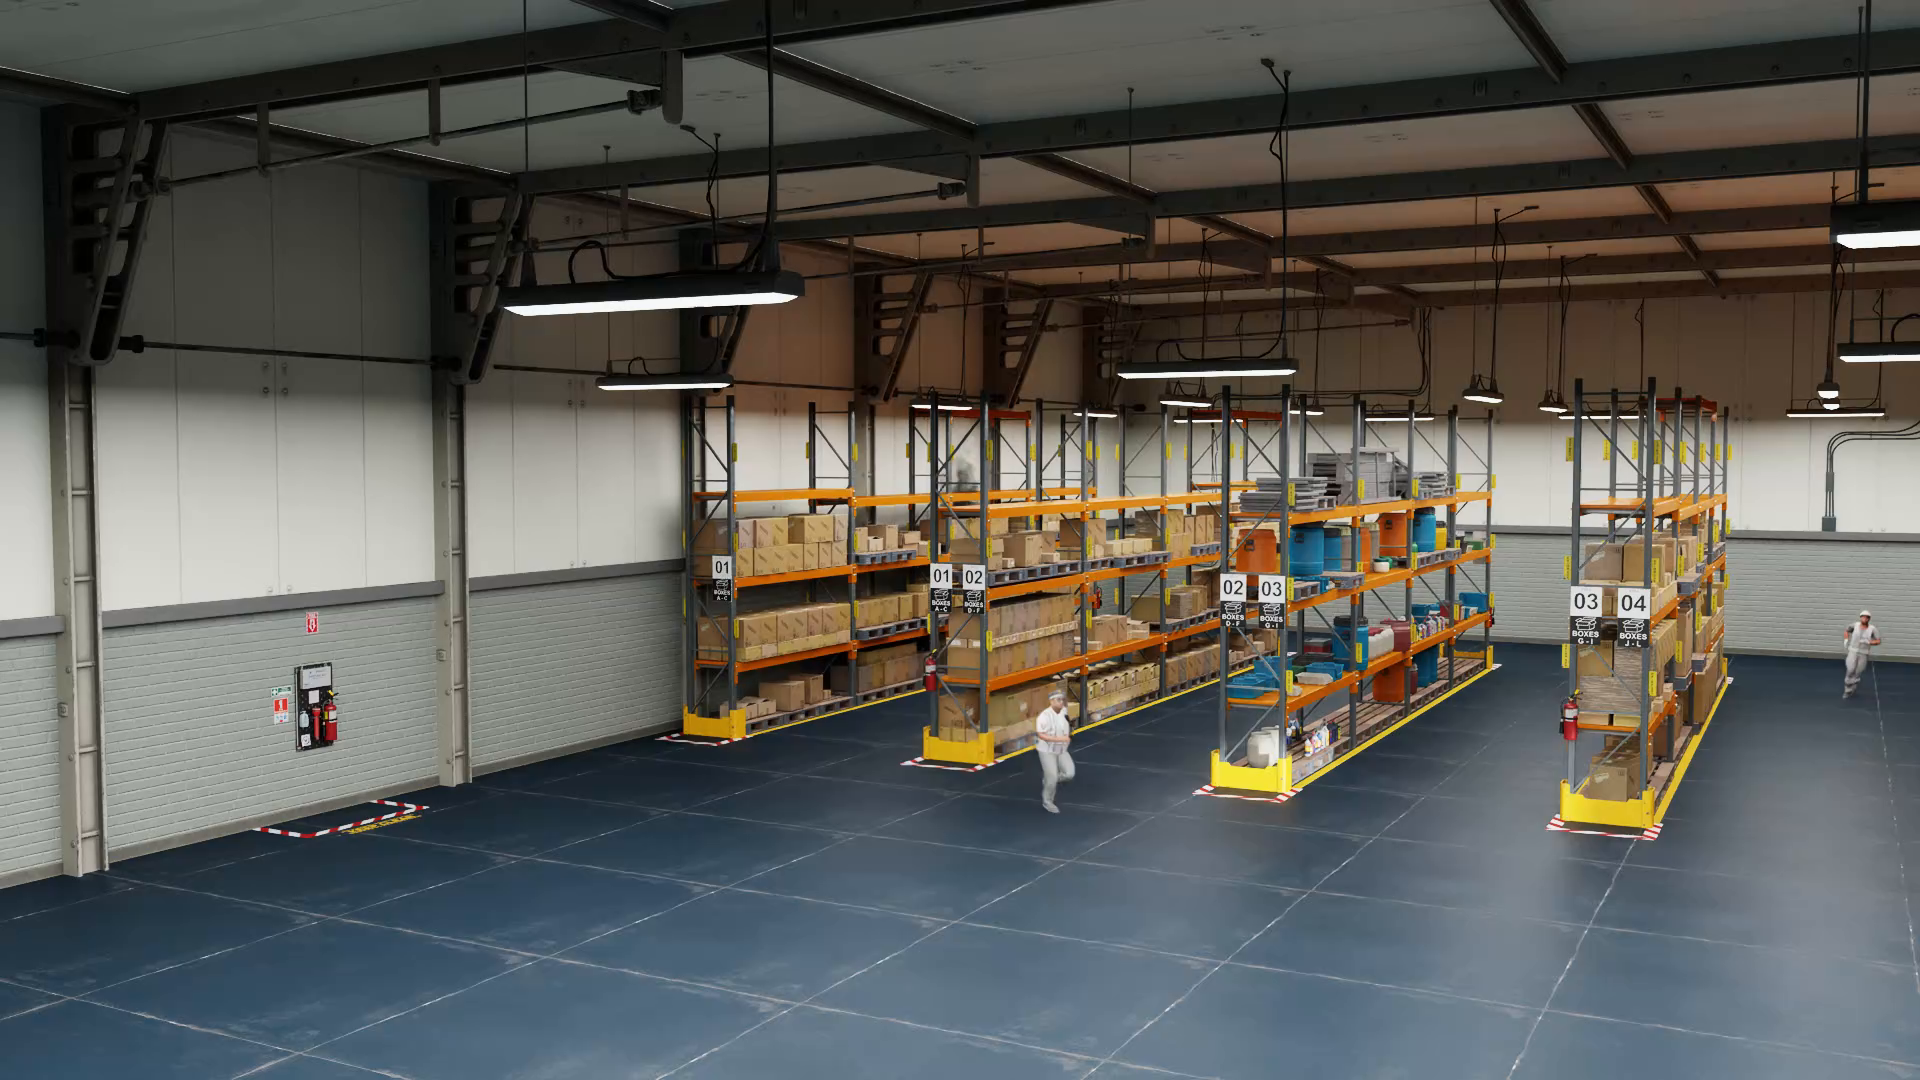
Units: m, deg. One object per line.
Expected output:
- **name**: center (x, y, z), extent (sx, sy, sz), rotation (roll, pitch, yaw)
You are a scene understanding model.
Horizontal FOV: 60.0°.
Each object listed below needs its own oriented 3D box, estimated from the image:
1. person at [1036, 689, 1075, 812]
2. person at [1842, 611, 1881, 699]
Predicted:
- **person**: center (1.371, 2.925, 23.122), extent (0.707, 1.734, 0.657), rotation (-3, 4, -41)
- **person**: center (18.411, 2.342, 33.945), extent (0.671, 1.824, 0.833), rotation (2, 3, 29)
